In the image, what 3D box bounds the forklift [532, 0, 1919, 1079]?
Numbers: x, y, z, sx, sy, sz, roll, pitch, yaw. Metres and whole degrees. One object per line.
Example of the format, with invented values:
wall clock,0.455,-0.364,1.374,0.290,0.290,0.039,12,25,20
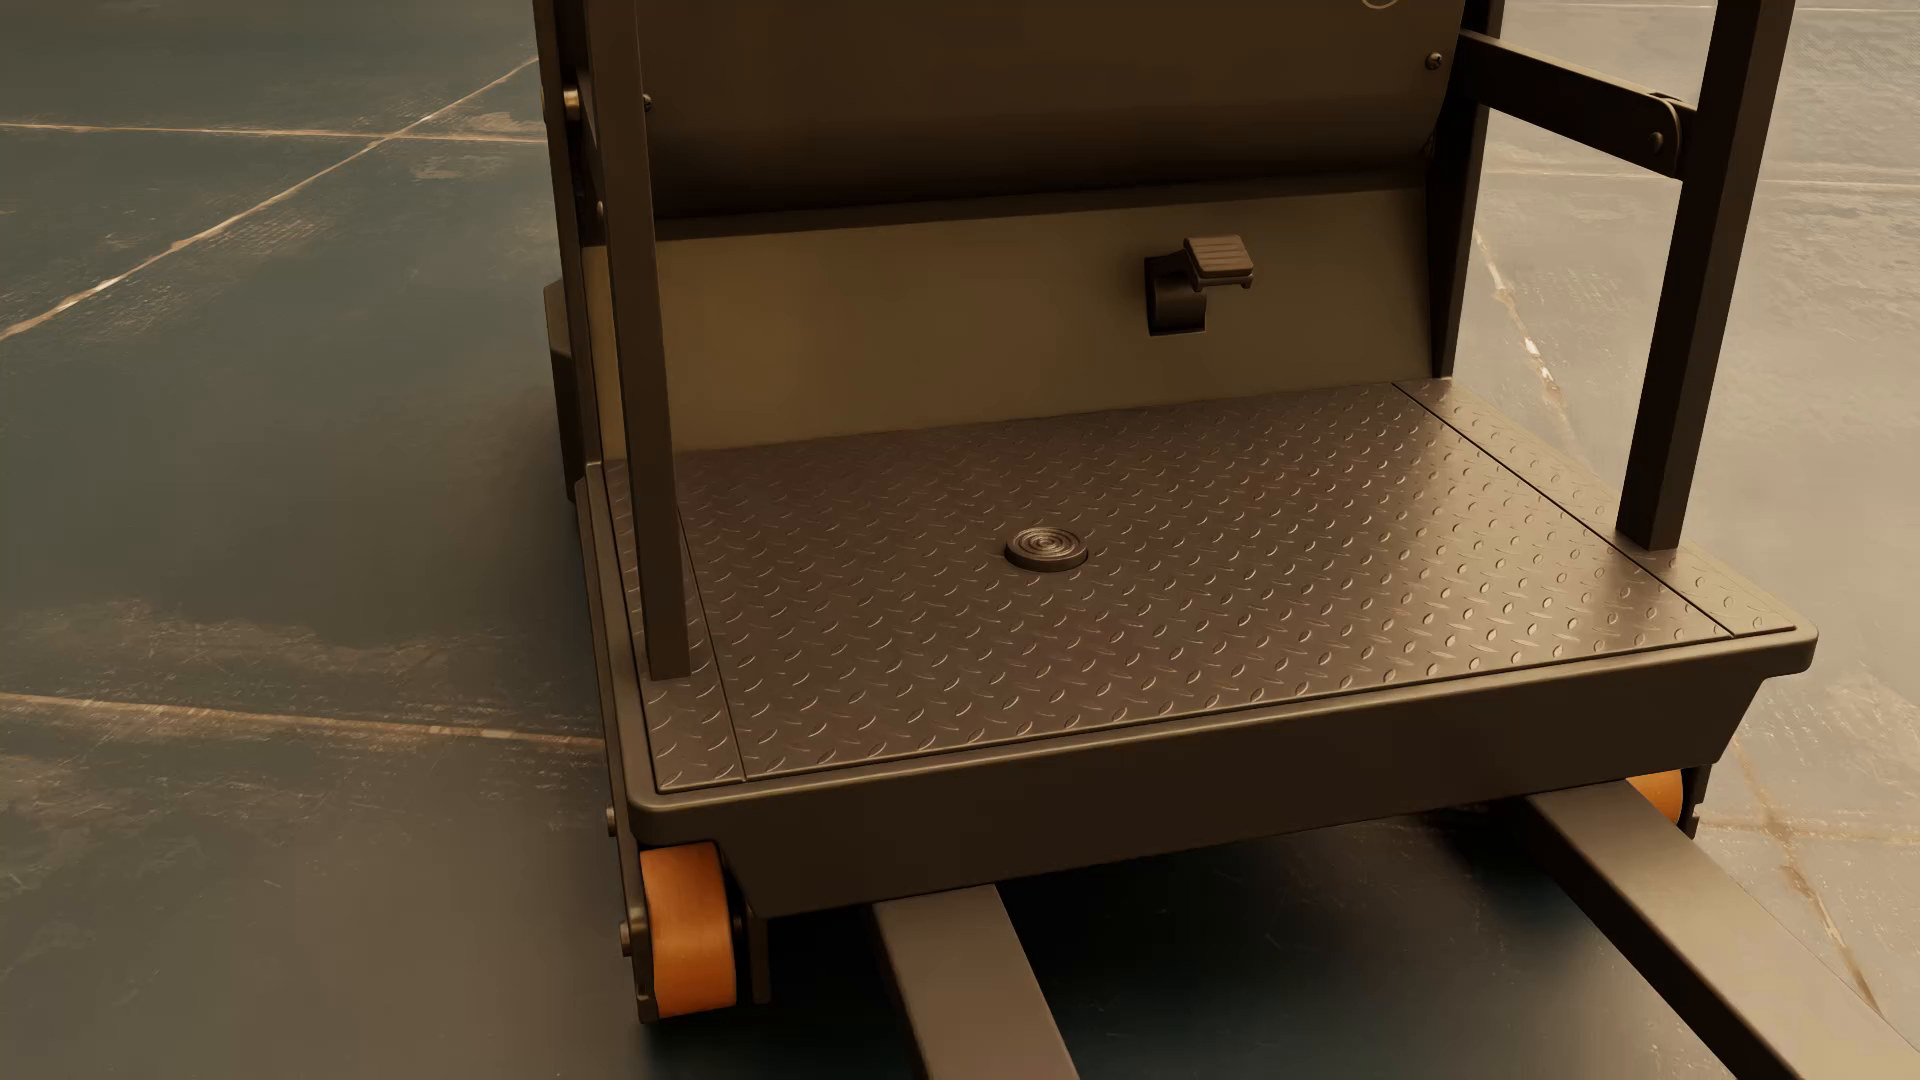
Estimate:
forklift,0.153,-1.049,1.319,1.130,2.935,3.031,-7,27,-13
